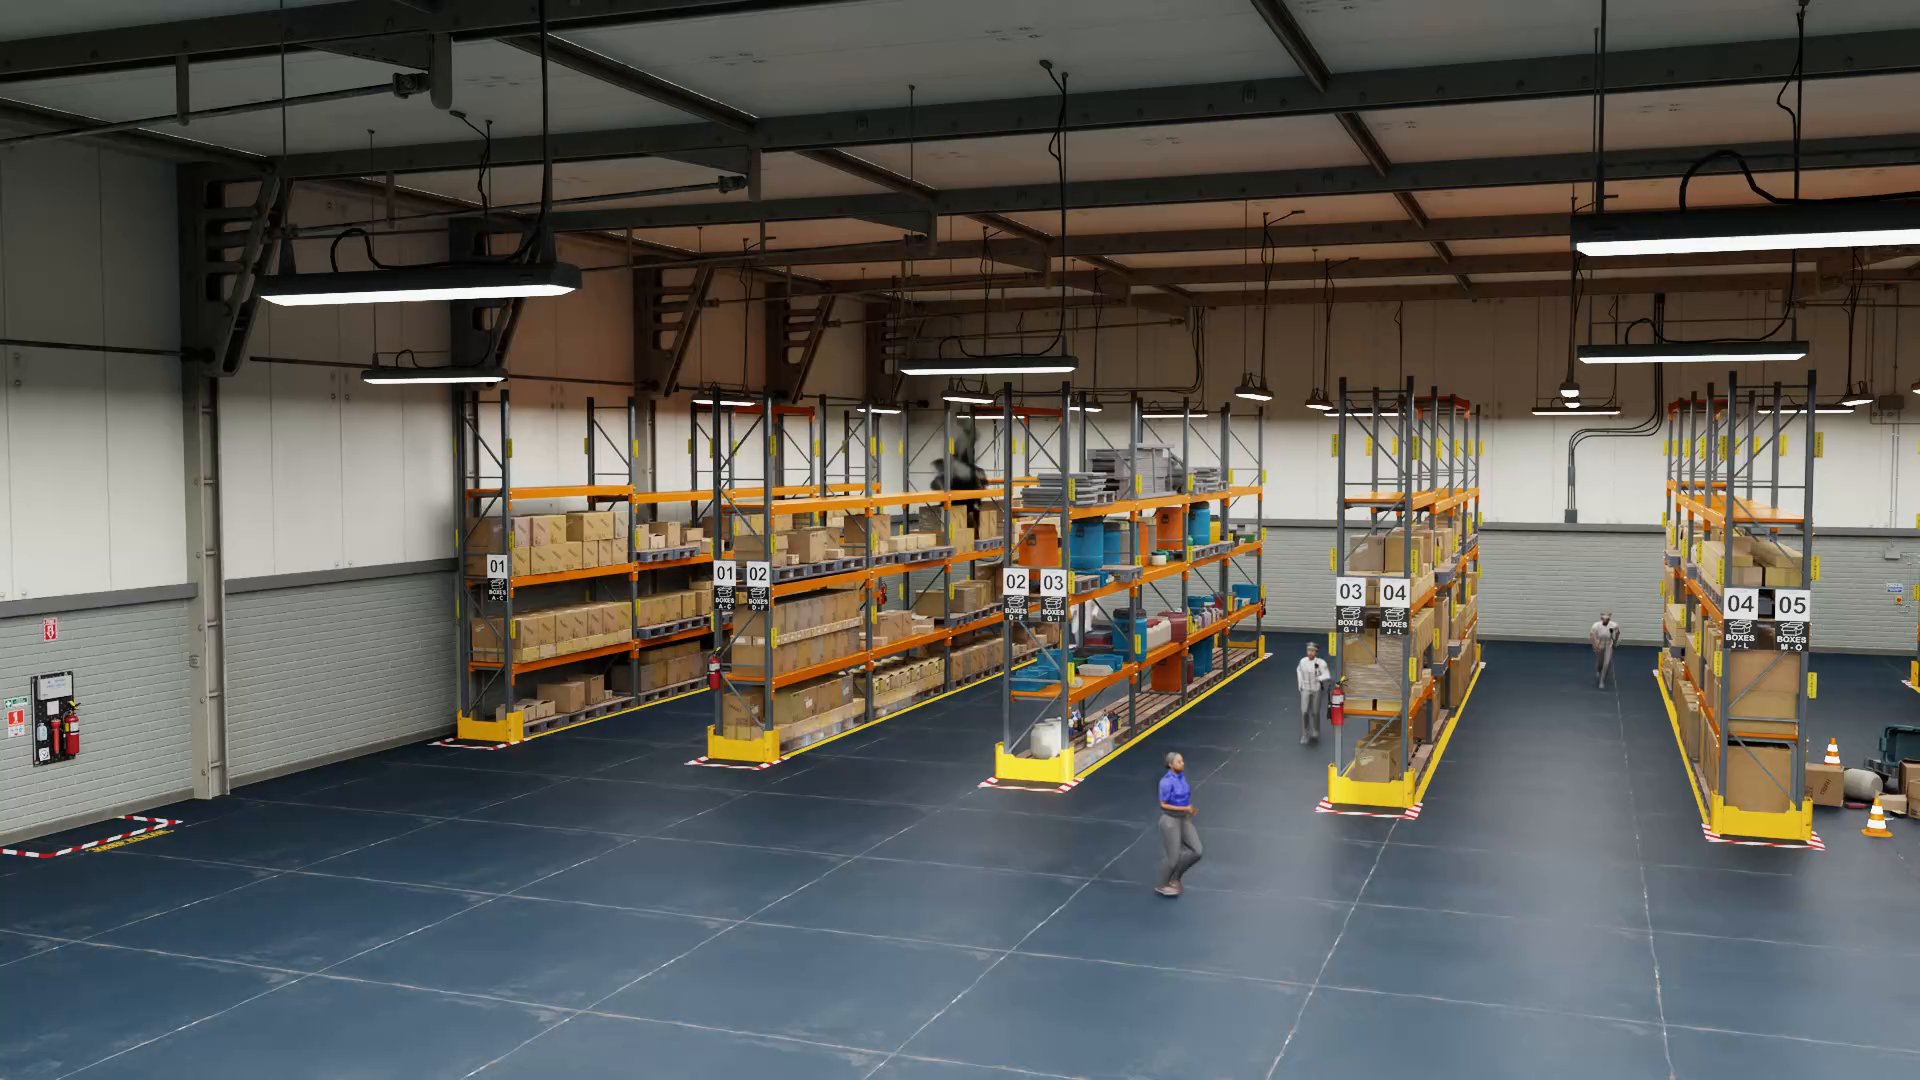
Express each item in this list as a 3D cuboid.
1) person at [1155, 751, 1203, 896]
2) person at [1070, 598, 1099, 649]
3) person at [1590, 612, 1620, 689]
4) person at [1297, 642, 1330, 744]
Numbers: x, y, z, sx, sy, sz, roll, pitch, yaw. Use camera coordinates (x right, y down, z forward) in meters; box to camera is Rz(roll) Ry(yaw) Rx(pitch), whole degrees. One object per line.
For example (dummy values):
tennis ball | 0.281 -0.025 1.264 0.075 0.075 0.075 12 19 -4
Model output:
person | 2.456 3.164 18.499 0.611 1.622 0.554 3 4 42
person | 2.690 1.818 36.786 0.695 1.759 0.631 1 3 14
person | 13.564 2.299 35.022 0.582 1.638 0.905 1 3 12
person | 6.017 2.605 28.370 0.600 1.748 0.744 1 3 21
